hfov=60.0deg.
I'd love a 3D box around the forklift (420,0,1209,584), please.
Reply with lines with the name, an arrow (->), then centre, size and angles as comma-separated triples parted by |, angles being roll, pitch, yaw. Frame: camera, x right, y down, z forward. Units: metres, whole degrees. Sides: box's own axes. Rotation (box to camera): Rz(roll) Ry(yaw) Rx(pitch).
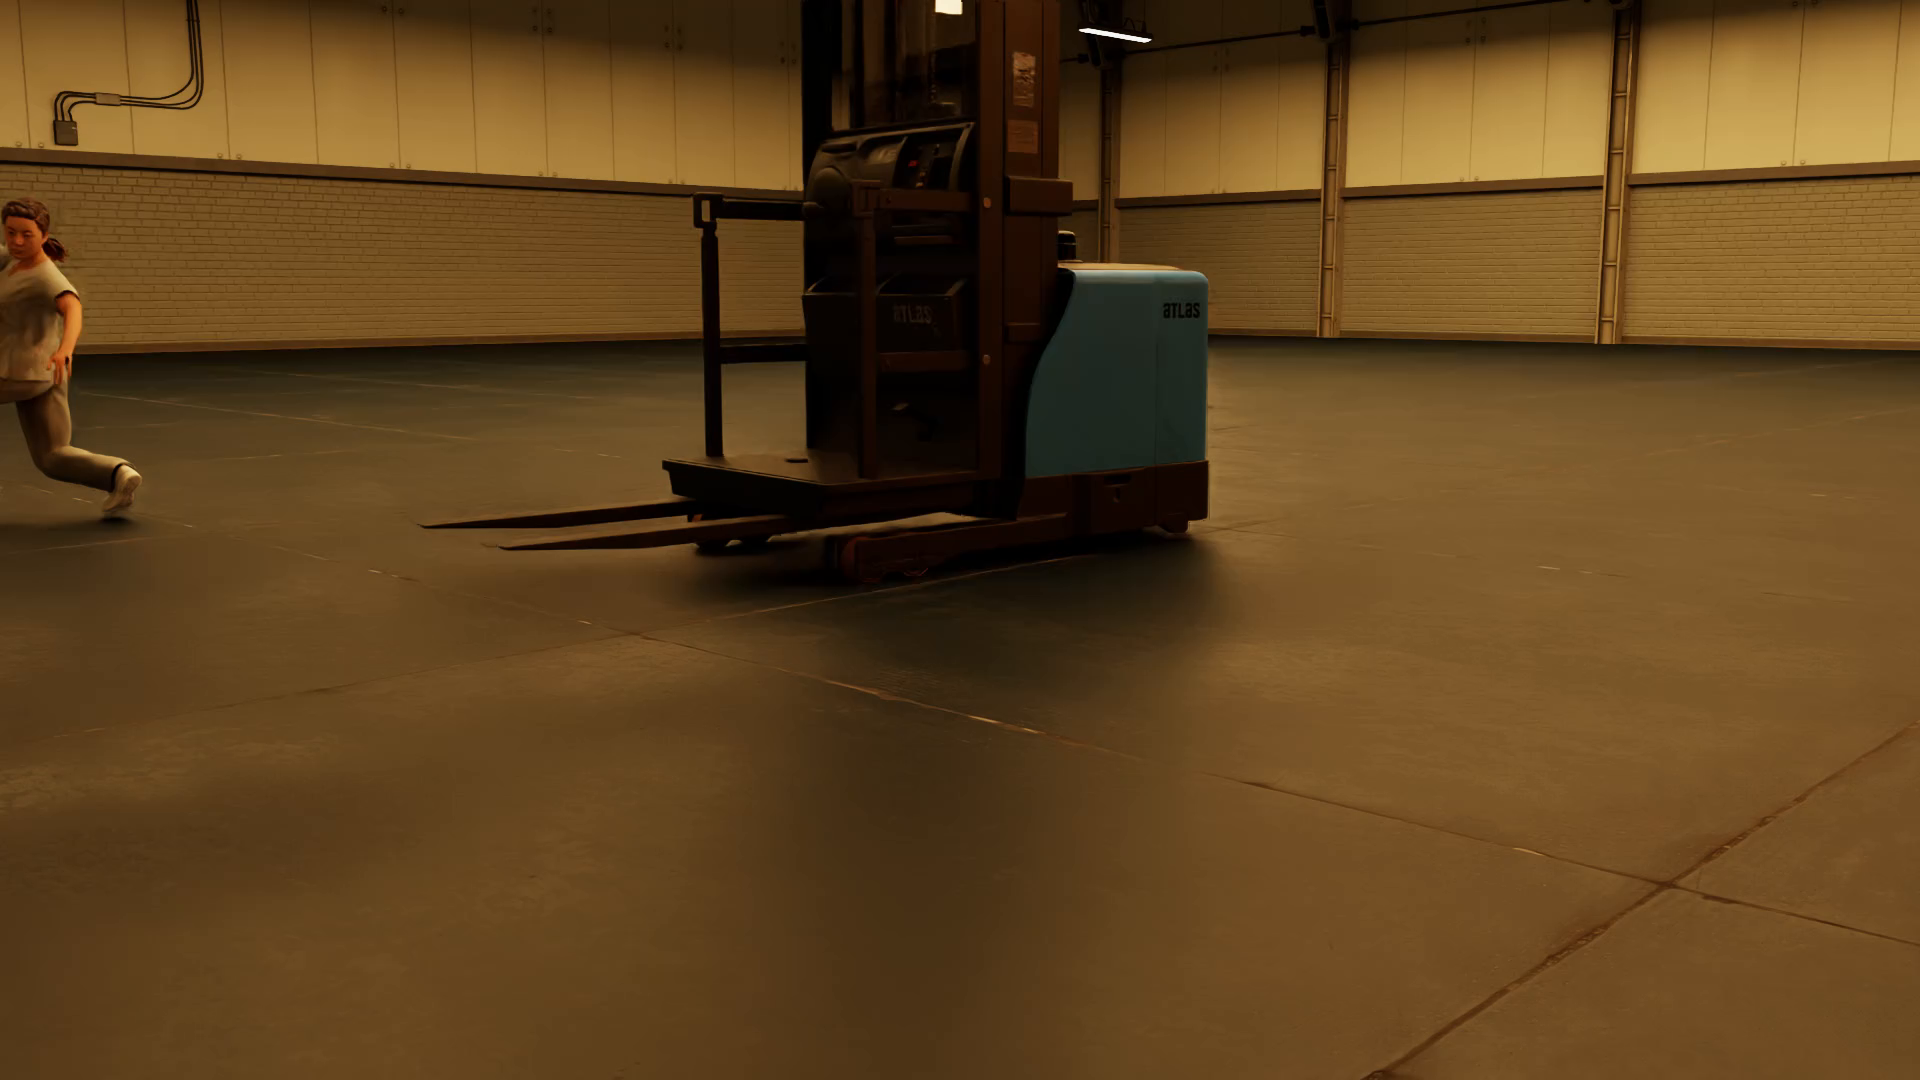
forklift -> -0.433, -1.386, 6.078 | 3.031, 2.935, 1.130 | -7, 11, -40

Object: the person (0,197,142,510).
person -> -4.052, -0.754, 7.107 | 0.969, 1.406, 0.749 | -1, 9, -8
